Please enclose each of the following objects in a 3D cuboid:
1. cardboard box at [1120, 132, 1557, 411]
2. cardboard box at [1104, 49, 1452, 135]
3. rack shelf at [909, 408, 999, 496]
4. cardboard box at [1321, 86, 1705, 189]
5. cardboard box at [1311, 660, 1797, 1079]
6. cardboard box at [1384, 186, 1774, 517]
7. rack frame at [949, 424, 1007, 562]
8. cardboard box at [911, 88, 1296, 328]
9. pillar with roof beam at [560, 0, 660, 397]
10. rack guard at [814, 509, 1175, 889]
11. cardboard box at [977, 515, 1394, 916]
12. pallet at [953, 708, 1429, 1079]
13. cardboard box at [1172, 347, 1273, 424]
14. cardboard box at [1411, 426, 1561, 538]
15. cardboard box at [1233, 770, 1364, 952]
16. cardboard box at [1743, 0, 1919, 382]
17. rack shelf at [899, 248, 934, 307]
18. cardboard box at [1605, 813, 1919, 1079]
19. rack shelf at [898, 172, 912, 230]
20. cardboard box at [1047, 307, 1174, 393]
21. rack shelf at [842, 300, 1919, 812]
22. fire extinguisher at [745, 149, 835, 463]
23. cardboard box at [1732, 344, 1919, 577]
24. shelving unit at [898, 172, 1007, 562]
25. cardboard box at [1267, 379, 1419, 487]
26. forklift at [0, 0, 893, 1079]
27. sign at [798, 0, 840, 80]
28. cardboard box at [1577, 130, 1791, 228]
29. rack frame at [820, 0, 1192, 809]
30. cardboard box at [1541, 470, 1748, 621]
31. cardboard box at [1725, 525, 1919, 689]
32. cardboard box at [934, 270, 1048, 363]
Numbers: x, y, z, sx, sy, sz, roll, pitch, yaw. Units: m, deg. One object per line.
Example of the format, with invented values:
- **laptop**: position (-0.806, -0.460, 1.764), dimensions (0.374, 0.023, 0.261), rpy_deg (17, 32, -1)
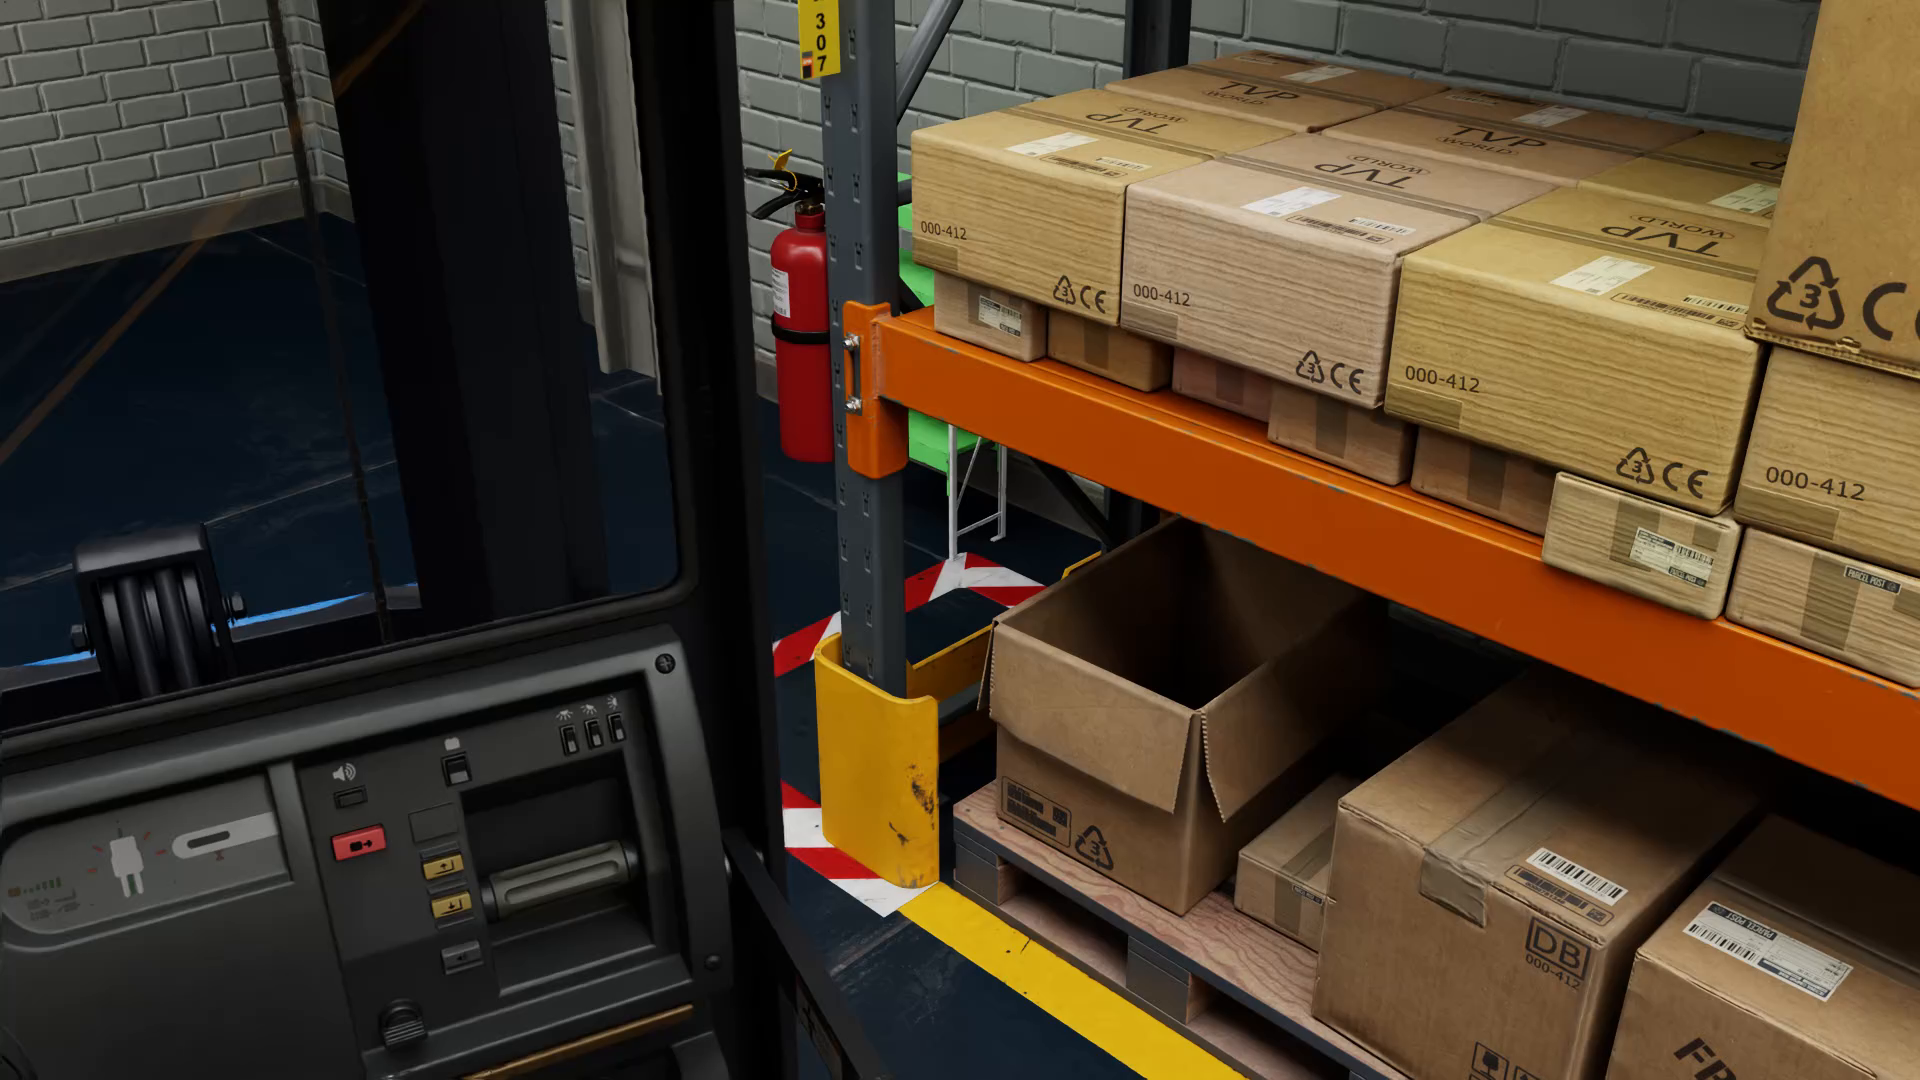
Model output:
- **cardboard box**: position (0.620, -0.466, 2.754), dimensions (0.500, 0.250, 0.500), rpy_deg (-25, 37, -39)
- **cardboard box**: position (0.639, -0.805, 3.400), dimensions (0.500, 0.250, 0.500), rpy_deg (-24, 36, -38)
- **rack shelf**: position (-0.118, -0.316, 5.215), dimensions (0.480, 0.148, 0.258), rpy_deg (25, 36, 38)
- **cardboard box**: position (1.006, -0.637, 3.080), dimensions (0.500, 0.250, 0.500), rpy_deg (25, 36, 39)
- **cardboard box**: position (1.077, 0.641, 3.042), dimensions (0.700, 0.500, 0.500), rpy_deg (-24, 36, -37)
- **cardboard box**: position (0.983, -0.301, 2.442), dimensions (0.500, 0.250, 0.500), rpy_deg (24, 36, 37)
- **rack frame**: position (0.056, -0.506, 4.922), dimensions (0.015, 1.200, 0.240), rpy_deg (25, 36, 38)
- **cardboard box**: position (0.260, -0.630, 3.067), dimensions (0.500, 0.250, 0.500), rpy_deg (25, 37, 39)
- **pillar with roof beam**: position (-4.184, -3.208, 1.681), dimensions (0.400, 9.000, 9.100), rpy_deg (25, 36, 38)
- **rack guard**: position (0.179, 0.329, 4.087), dimensions (0.348, 0.500, 1.175), rpy_deg (25, 36, 38)
- **cardboard box**: position (0.495, 0.348, 3.597), dimensions (0.637, 0.503, 0.797), rpy_deg (23, 35, 37)
- **pallet**: position (0.749, 0.717, 3.660), dimensions (1.213, 0.211, 1.003), rpy_deg (25, 36, 38)
- **cardboard box**: position (0.593, -0.351, 2.964), dimensions (0.250, 0.149, 0.380), rpy_deg (24, 36, 38)
- **cardboard box**: position (0.924, -0.163, 2.607), dimensions (0.380, 0.149, 0.250), rpy_deg (-25, 36, -38)
- **cardboard box**: position (0.771, 0.656, 3.391), dimensions (0.250, 0.149, 0.380), rpy_deg (23, 35, 37)
- **cardboard box**: position (1.330, -0.473, 1.962), dimensions (0.500, 0.500, 0.500), rpy_deg (-24, 36, -38)
- **rack shelf**: position (-0.118, -0.741, 4.992), dimensions (0.480, 0.148, 0.258), rpy_deg (25, 36, 38)
- **cardboard box**: position (1.384, 0.847, 2.651), dimensions (0.500, 0.500, 0.500), rpy_deg (-24, 36, -38)
- **rack shelf**: position (-0.118, -0.953, 4.880), dimensions (0.480, 0.148, 0.258), rpy_deg (25, 36, 38)
- **cardboard box**: position (0.381, -0.425, 3.105), dimensions (0.380, 0.149, 0.250), rpy_deg (-24, 36, -38)
- **rack shelf**: position (1.551, 0.169, 2.479), dimensions (4.000, 0.370, 1.077), rpy_deg (25, 36, 38)
- **fire extinguisher**: position (-0.304, -0.498, 3.457), dimensions (0.183, 0.674, 0.296), rpy_deg (25, 36, 38)
- **cardboard box**: position (1.363, -0.142, 2.138), dimensions (0.500, 0.250, 0.500), rpy_deg (23, 36, 37)
- **shelving unit**: position (-0.118, -0.585, 5.074), dimensions (0.503, 1.200, 0.258), rpy_deg (25, 36, 38)
- **cardboard box**: position (0.730, -0.248, 2.769), dimensions (0.380, 0.149, 0.250), rpy_deg (-24, 36, -38)
- **forklift**: position (-0.581, 0.404, 1.332), dimensions (1.130, 2.935, 3.031), rpy_deg (-13, 30, -23)
- **sign**: position (-0.255, -1.005, 3.009), dimensions (0.005, 0.325, 0.100), rpy_deg (25, 36, 38)
- **cardboard box**: position (1.356, -0.474, 2.769), dimensions (0.500, 0.250, 0.500), rpy_deg (-24, 36, -38)
- **rack frame**: position (0.125, -0.802, 3.553), dimensions (0.127, 3.000, 1.000), rpy_deg (25, 36, 38)
- **cardboard box**: position (1.051, -0.056, 2.403), dimensions (0.250, 0.149, 0.380), rpy_deg (23, 36, 37)
- **cardboard box**: position (1.253, 0.023, 2.253), dimensions (0.380, 0.149, 0.250), rpy_deg (-24, 36, -38)
- **cardboard box**: position (0.167, -0.493, 3.234), dimensions (0.250, 0.149, 0.380), rpy_deg (24, 36, 38)
